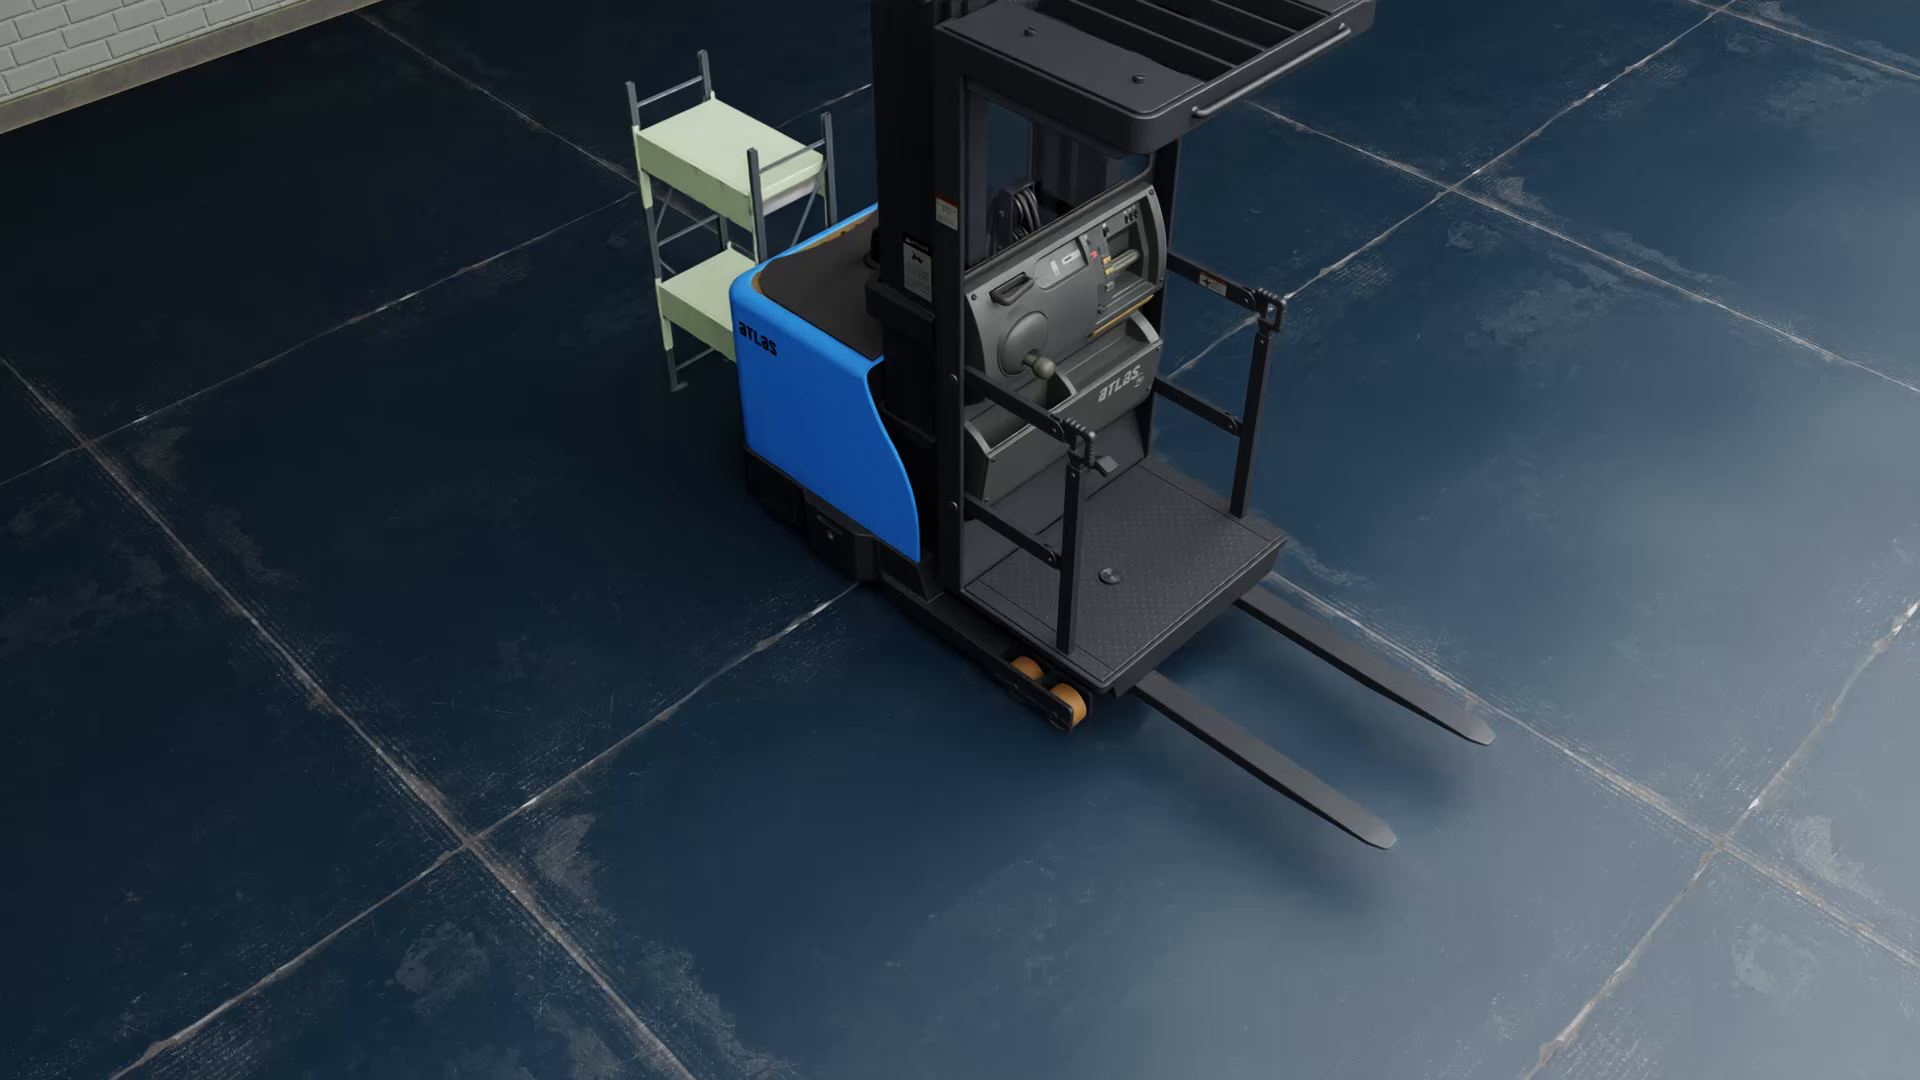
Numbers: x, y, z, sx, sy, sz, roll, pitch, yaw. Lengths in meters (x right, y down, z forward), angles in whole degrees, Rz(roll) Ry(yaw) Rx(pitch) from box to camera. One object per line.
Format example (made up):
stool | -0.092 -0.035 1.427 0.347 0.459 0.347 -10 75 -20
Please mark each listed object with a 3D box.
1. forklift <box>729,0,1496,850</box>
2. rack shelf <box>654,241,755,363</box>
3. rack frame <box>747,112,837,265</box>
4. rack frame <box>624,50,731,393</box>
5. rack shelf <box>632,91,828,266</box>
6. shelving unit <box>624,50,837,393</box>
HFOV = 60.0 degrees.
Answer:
forklift | 0.522 -0.795 5.451 3.031 2.935 1.130 33 52 31
rack shelf | -0.896 -0.902 7.101 0.720 0.370 0.431 33 52 31
rack frame | -0.634 -0.968 6.692 0.023 1.500 0.400 33 52 31
rack frame | -1.159 -1.314 7.067 0.023 1.500 0.400 33 52 31
rack shelf | -0.896 -1.428 6.615 0.720 0.370 0.431 33 52 31
shelving unit | -0.896 -1.141 6.880 0.755 1.500 0.431 33 52 31
